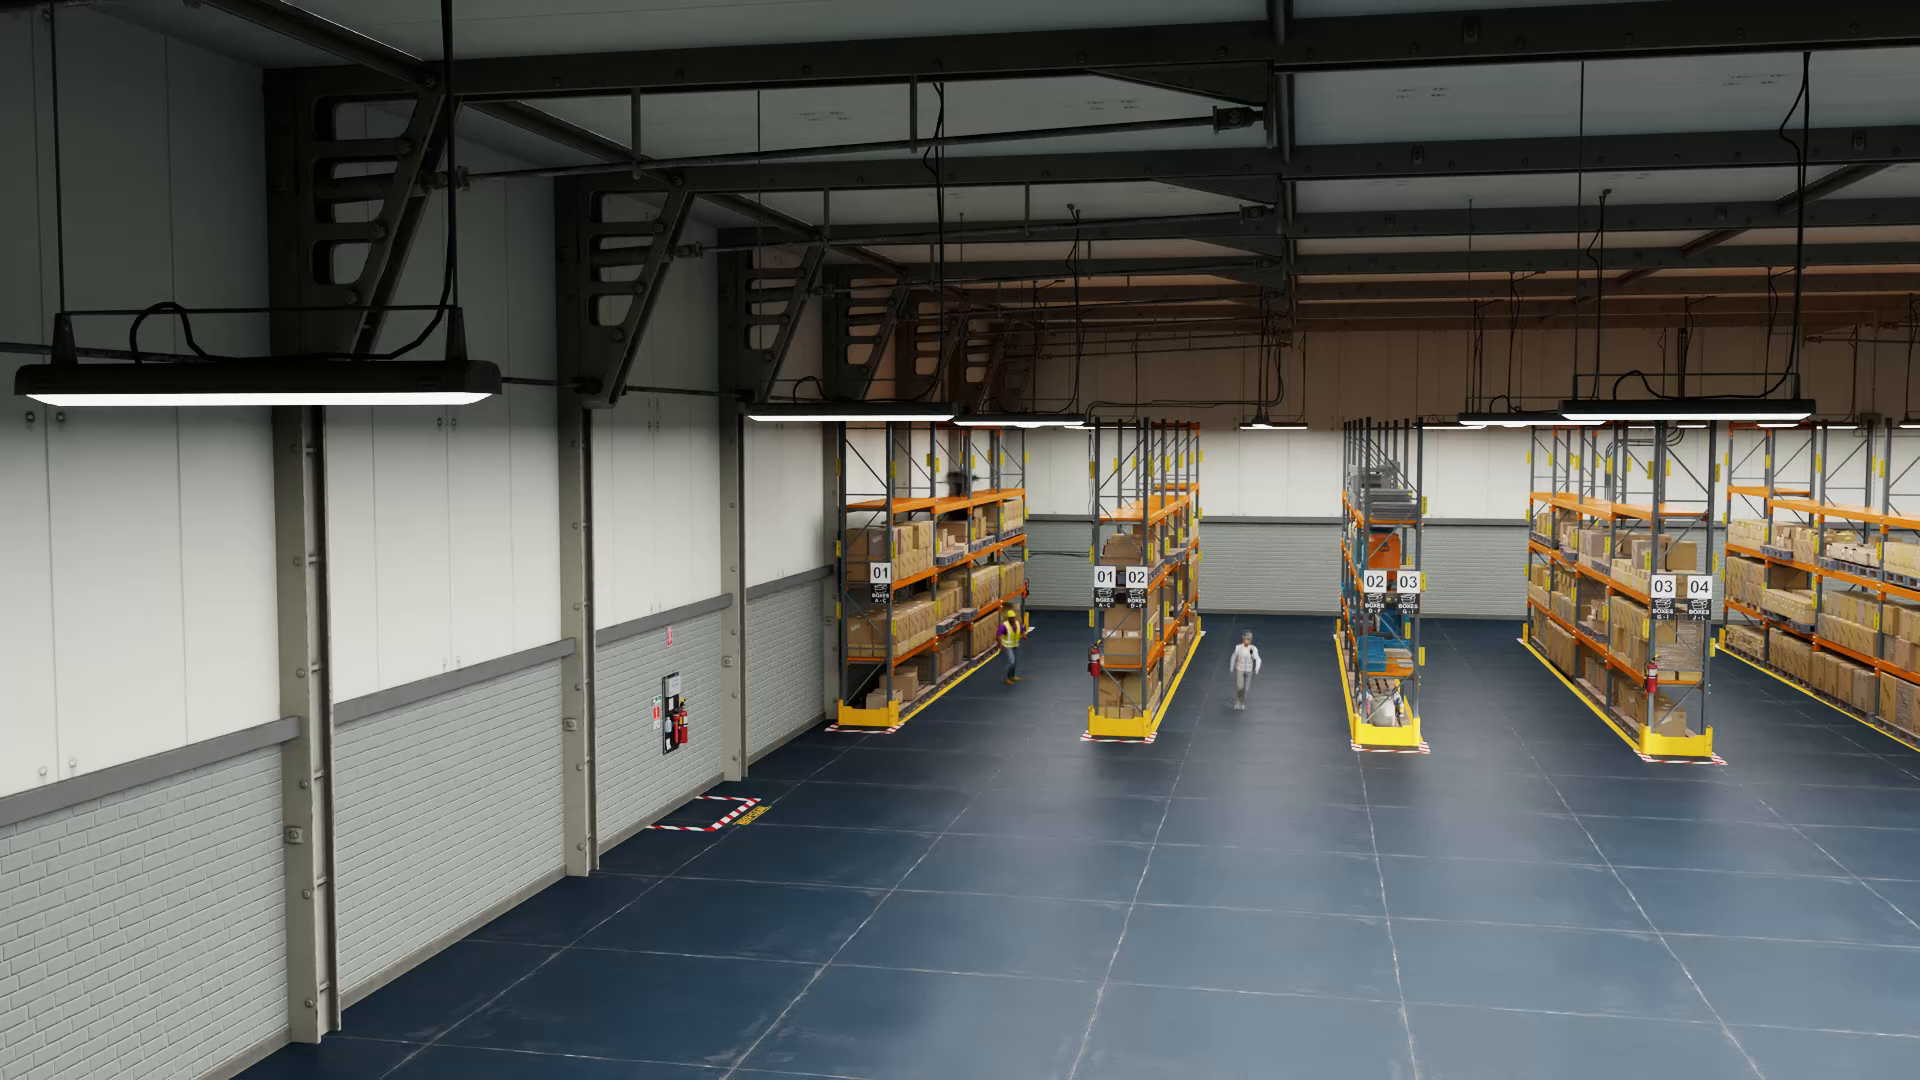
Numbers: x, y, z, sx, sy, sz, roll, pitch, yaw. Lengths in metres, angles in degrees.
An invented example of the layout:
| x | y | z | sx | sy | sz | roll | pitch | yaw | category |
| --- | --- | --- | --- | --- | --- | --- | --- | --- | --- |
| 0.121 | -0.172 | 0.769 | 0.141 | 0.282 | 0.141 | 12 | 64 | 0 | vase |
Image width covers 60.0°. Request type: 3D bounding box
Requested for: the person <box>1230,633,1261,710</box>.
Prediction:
| x | y | z | sx | sy | sz | roll | pitch | yaw | category |
| --- | --- | --- | --- | --- | --- | --- | --- | --- | --- |
| 5.855 | 2.693 | 33.995 | 0.572 | 1.619 | 0.762 | 0 | 4 | -1 | person |

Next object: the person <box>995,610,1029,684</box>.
| x | y | z | sx | sy | sz | roll | pitch | yaw | category |
| --- | --- | --- | --- | --- | --- | --- | --- | --- | --- |
| 1.195 | 2.435 | 37.904 | 0.724 | 1.700 | 0.790 | -3 | 5 | -38 | person |
